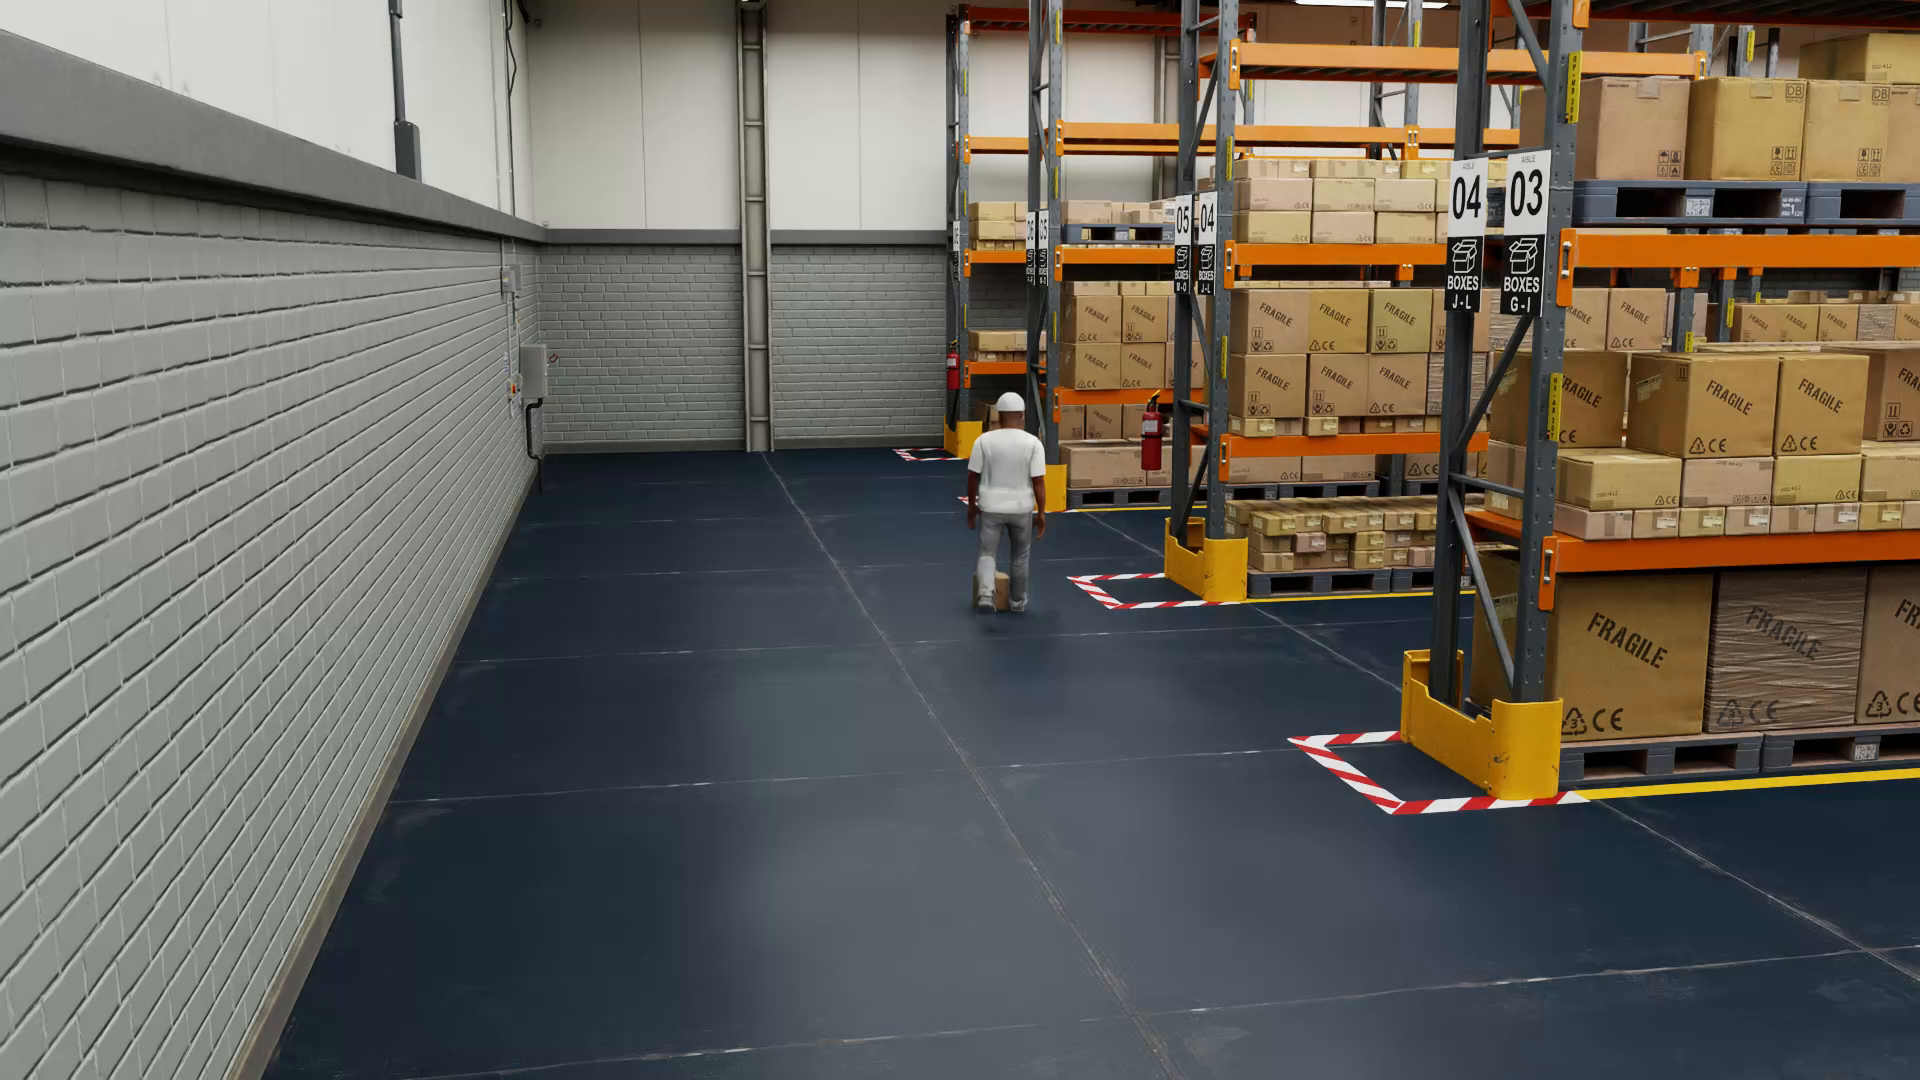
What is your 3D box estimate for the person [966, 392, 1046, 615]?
[{"bbox_3d":[0.342,-0.249,12.453,0.588,1.730,0.986,0,10,0],"label":"person"}]
